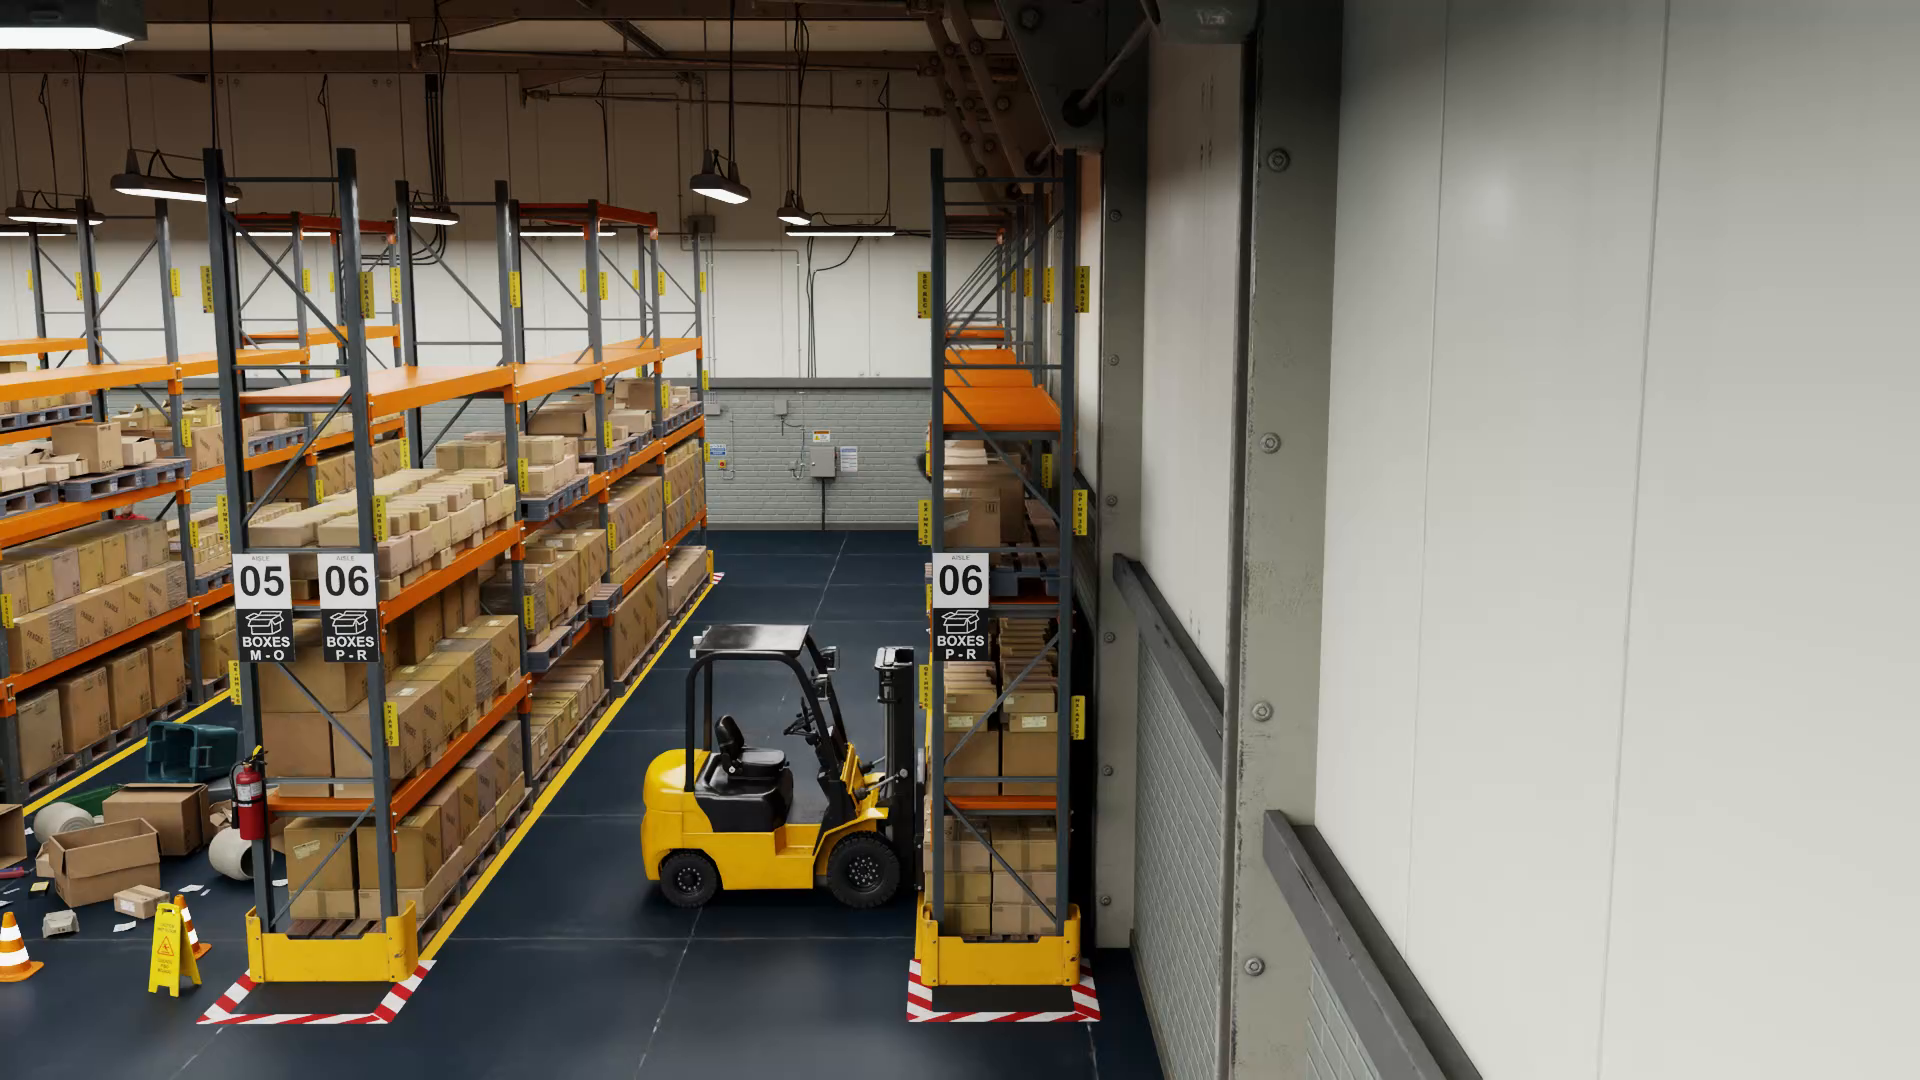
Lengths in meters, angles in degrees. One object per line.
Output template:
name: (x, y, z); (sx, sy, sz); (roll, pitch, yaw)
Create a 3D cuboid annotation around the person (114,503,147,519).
person: (-12.879, 0.211, 25.831); (0.647, 1.697, 0.653); (-2, 9, -10)
